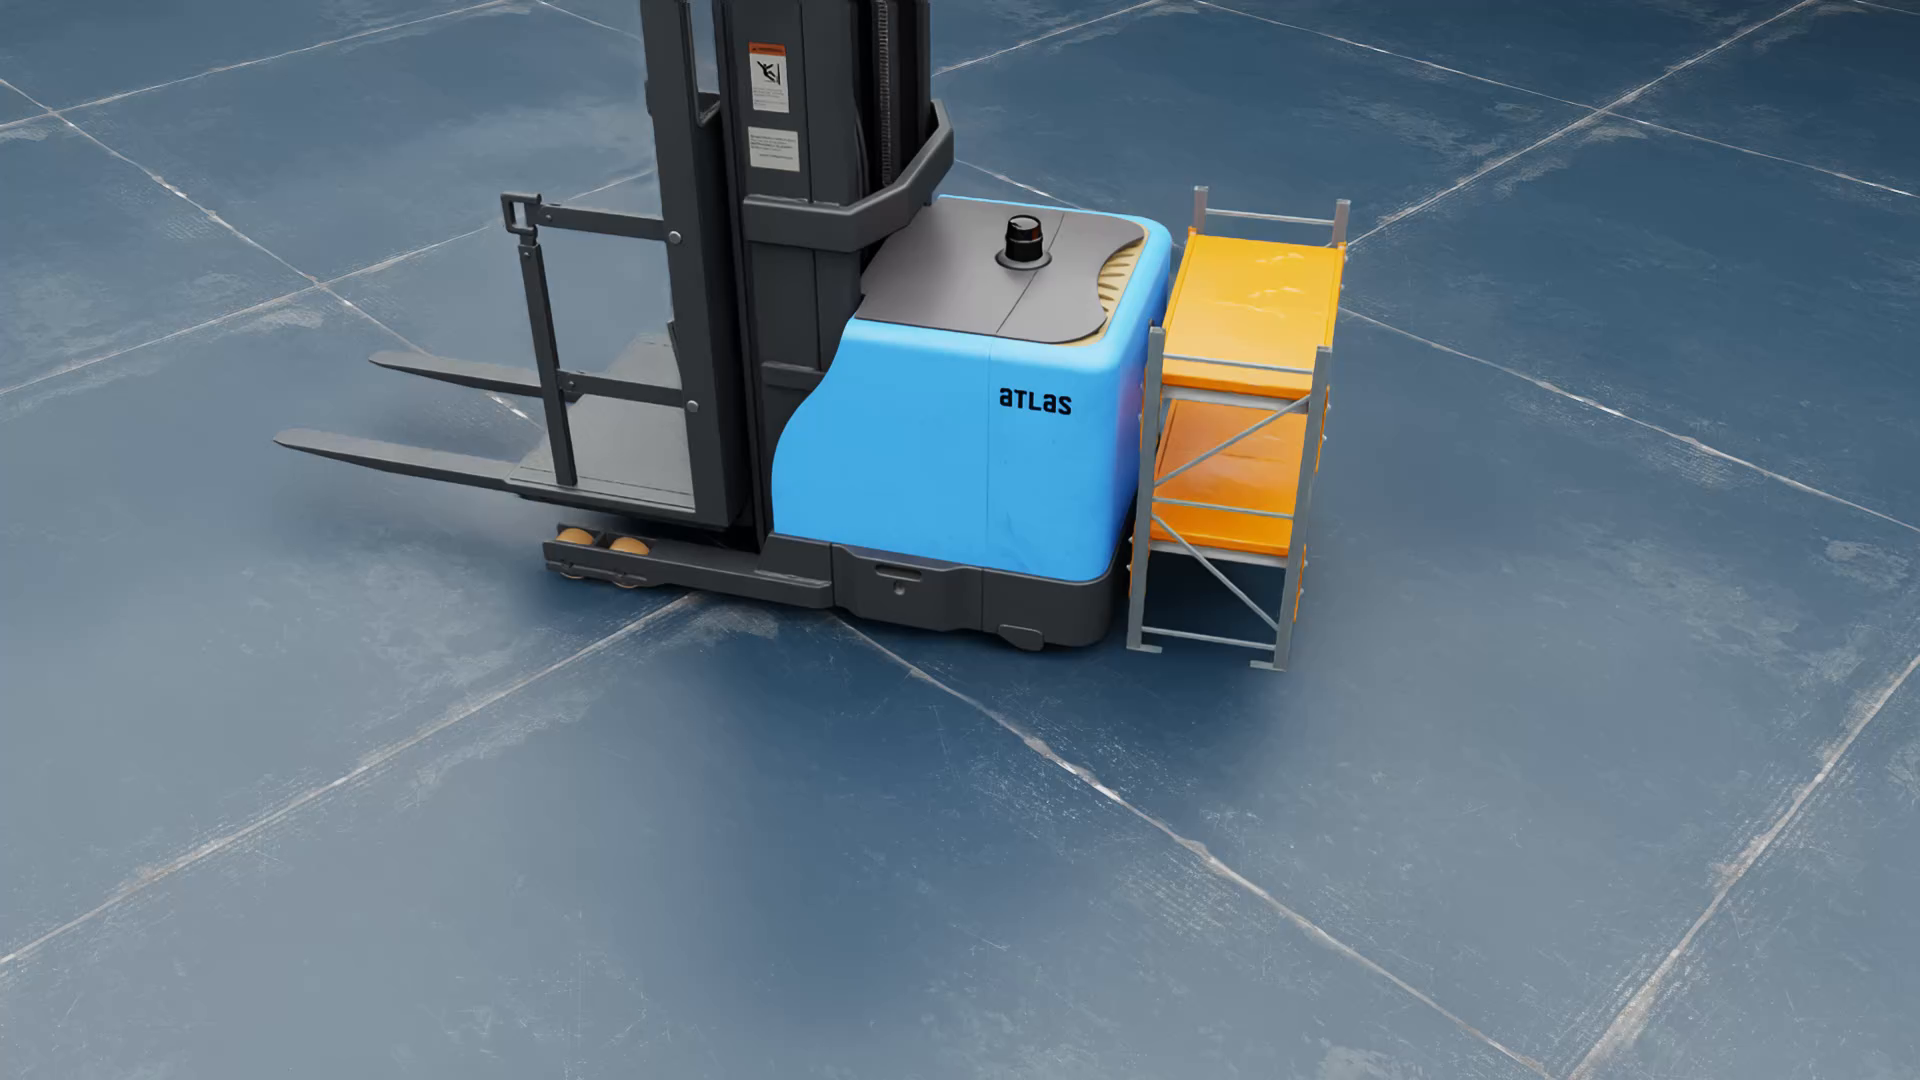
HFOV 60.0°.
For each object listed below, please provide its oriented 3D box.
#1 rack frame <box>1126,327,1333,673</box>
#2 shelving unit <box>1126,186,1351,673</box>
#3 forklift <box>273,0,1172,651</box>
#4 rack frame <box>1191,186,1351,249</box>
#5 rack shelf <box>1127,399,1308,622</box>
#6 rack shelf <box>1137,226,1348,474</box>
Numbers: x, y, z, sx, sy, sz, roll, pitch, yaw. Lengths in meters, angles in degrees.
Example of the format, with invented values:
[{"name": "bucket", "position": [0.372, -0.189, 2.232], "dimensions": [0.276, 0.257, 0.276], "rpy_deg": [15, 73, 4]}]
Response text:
[{"name": "rack frame", "position": [0.772, -0.091, 4.898], "dimensions": [0.500, 1.125, 0.032], "rpy_deg": [8, 36, 11]}, {"name": "shelving unit", "position": [0.891, -0.374, 5.303], "dimensions": [0.538, 1.125, 1.048], "rpy_deg": [8, 36, 11]}, {"name": "forklift", "position": [-0.881, -1.322, 5.083], "dimensions": [3.031, 2.935, 1.130], "rpy_deg": [9, 36, 13]}, {"name": "rack frame", "position": [1.010, -0.657, 5.708], "dimensions": [0.500, 1.125, 0.032], "rpy_deg": [8, 36, 11]}, {"name": "rack shelf", "position": [0.891, -0.173, 5.443], "dimensions": [0.538, 0.278, 1.000], "rpy_deg": [8, 36, 11]}, {"name": "rack shelf", "position": [0.891, -0.614, 5.135], "dimensions": [0.538, 0.278, 1.000], "rpy_deg": [8, 36, 11]}]
